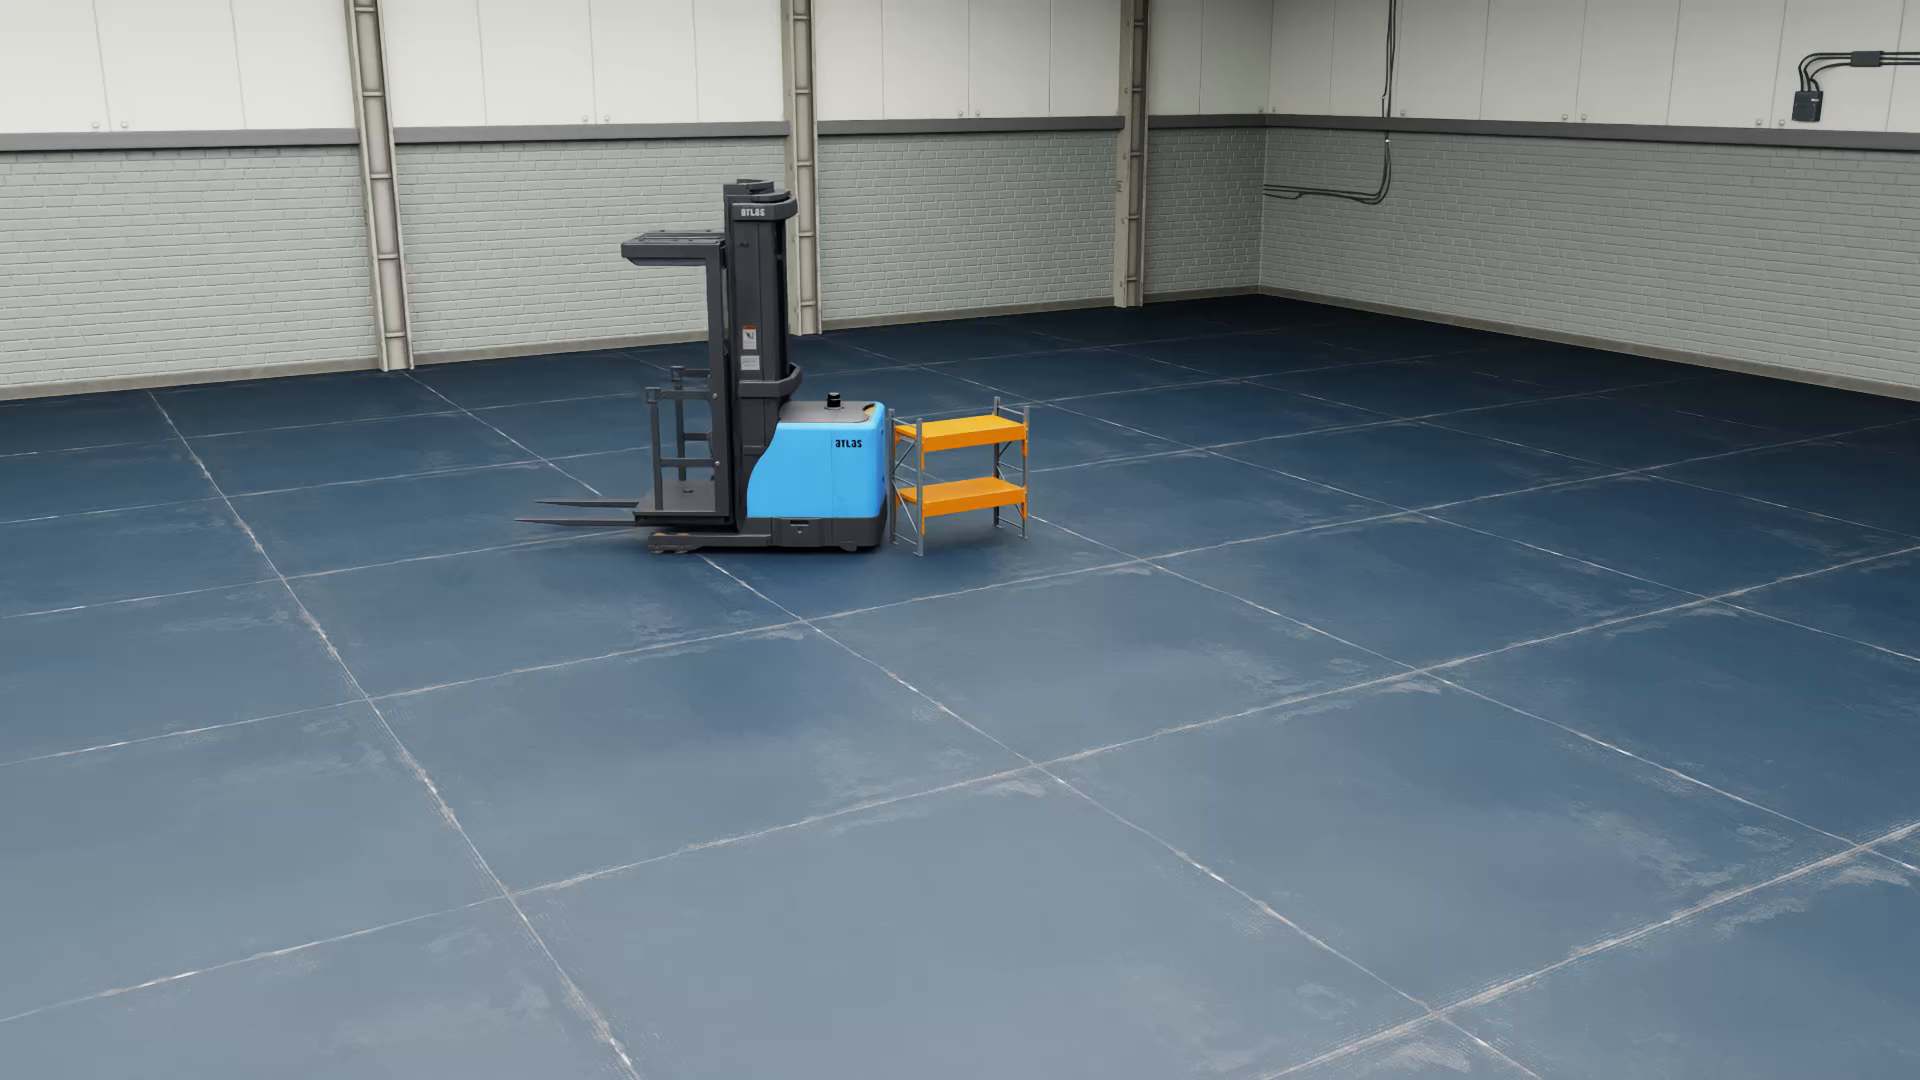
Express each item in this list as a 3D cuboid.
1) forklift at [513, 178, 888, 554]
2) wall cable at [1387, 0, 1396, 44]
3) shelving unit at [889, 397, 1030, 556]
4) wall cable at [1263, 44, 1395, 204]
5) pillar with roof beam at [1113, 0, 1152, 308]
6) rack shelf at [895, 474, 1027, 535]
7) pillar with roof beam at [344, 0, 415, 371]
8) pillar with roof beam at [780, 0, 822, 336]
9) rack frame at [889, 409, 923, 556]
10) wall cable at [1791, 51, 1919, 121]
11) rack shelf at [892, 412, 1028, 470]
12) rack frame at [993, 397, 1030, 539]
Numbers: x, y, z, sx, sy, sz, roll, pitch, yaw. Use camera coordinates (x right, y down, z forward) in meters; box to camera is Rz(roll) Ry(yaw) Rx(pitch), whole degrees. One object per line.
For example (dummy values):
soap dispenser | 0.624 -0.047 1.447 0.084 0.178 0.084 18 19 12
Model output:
forklift | -2.153 -1.442 13.624 3.031 2.935 1.130 0 16 2
wall cable | 7.425 -8.689 24.630 0.112 2.526 3.097 -9 18 -30
shelving unit | -0.006 -0.541 13.755 1.048 1.125 0.538 -9 18 -30
wall cable | 6.031 -6.883 27.545 0.112 2.526 3.097 -9 18 -30
pillar with roof beam | 5.042 -7.278 23.203 0.400 9.000 9.100 -9 18 -30
rack shelf | -0.006 -0.305 13.821 1.000 0.278 0.538 -9 18 -30
pillar with roof beam | -5.244 -5.610 17.252 0.400 9.000 9.100 -9 18 -30
pillar with roof beam | -0.101 -6.444 20.227 0.400 9.000 9.100 -9 18 -30
rack frame | -0.442 -0.470 13.503 0.032 1.125 0.500 -9 18 -30
wall cable | 10.907 -7.817 18.823 0.169 6.003 2.305 -9 18 -30
rack shelf | -0.006 -0.823 13.676 1.000 0.278 0.538 -9 18 -30
rack frame | 0.430 -0.611 14.007 0.032 1.125 0.500 -9 18 -30
